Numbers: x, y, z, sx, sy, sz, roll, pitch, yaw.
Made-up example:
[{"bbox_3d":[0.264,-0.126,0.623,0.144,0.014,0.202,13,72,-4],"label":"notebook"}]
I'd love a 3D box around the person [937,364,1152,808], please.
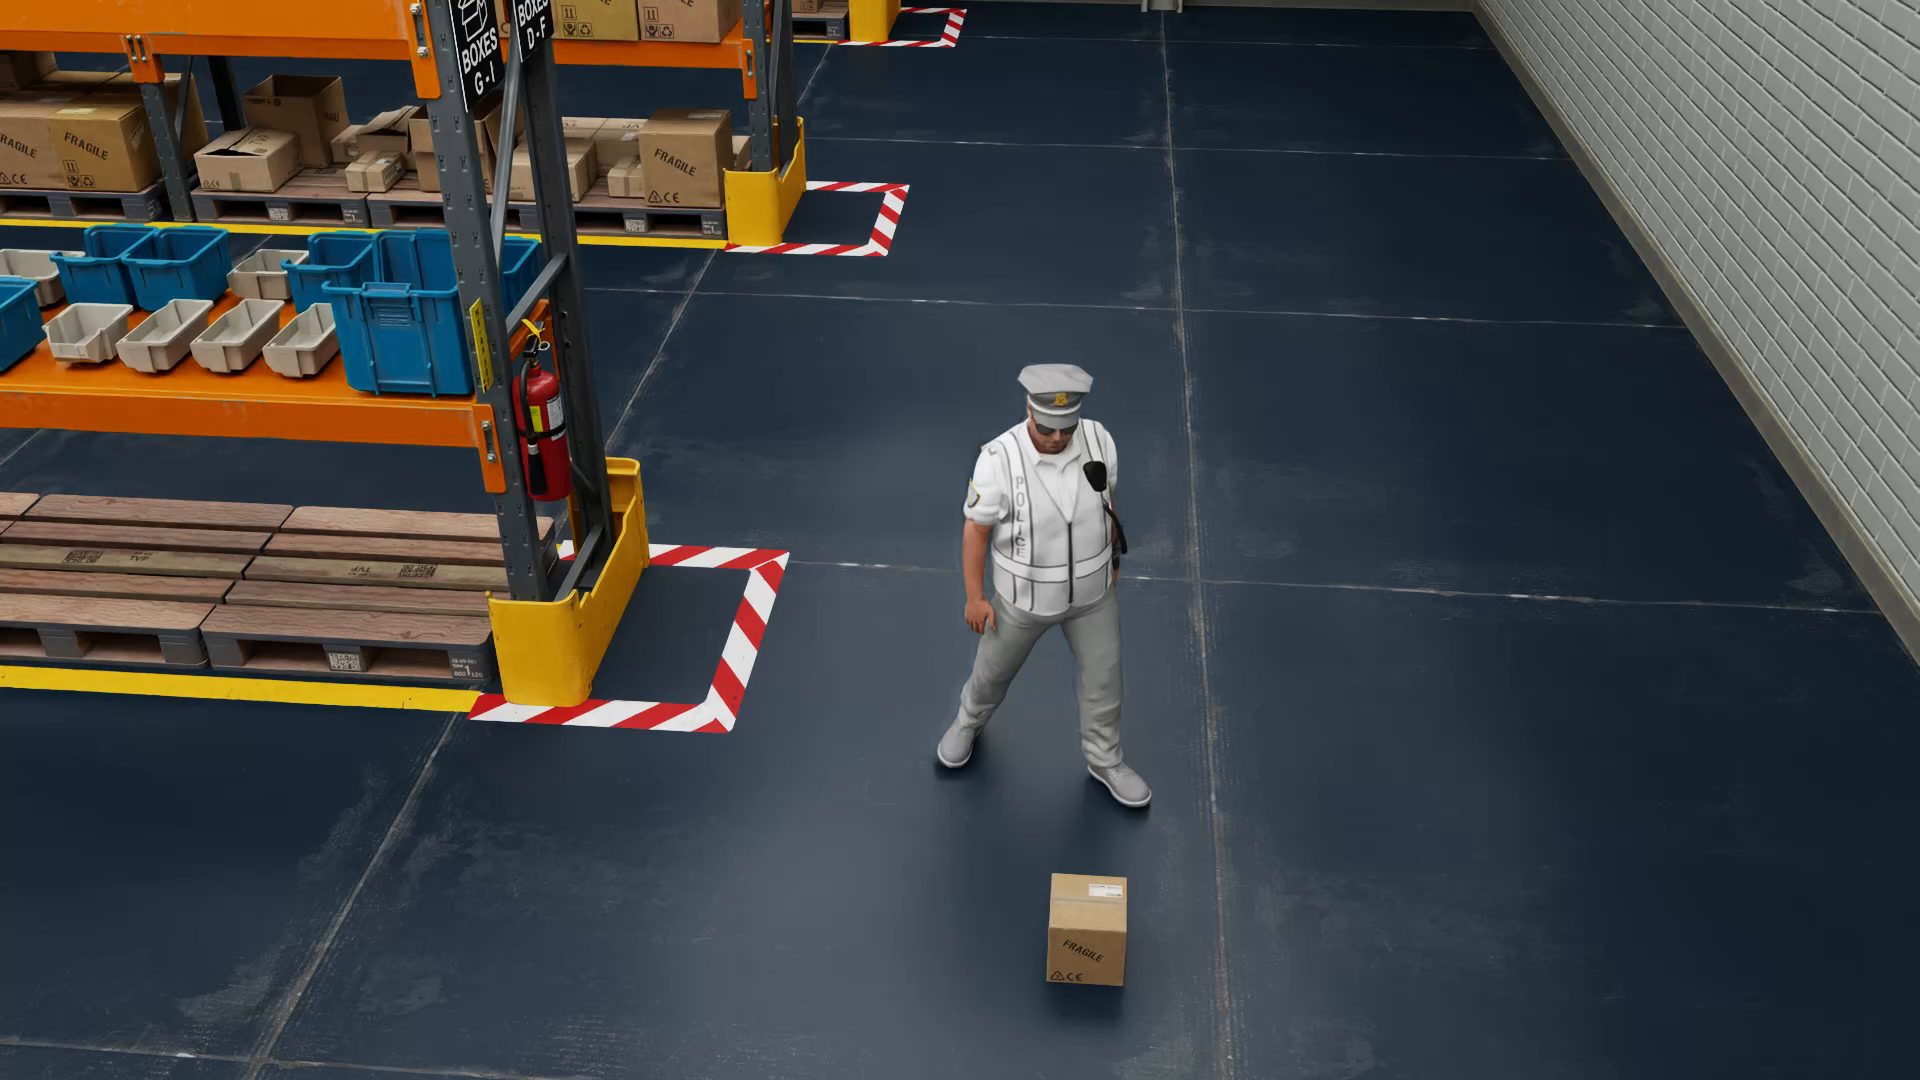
[{"bbox_3d":[0.291,0.145,5.894,0.701,1.723,0.705,-9,33,-15],"label":"person"}]
